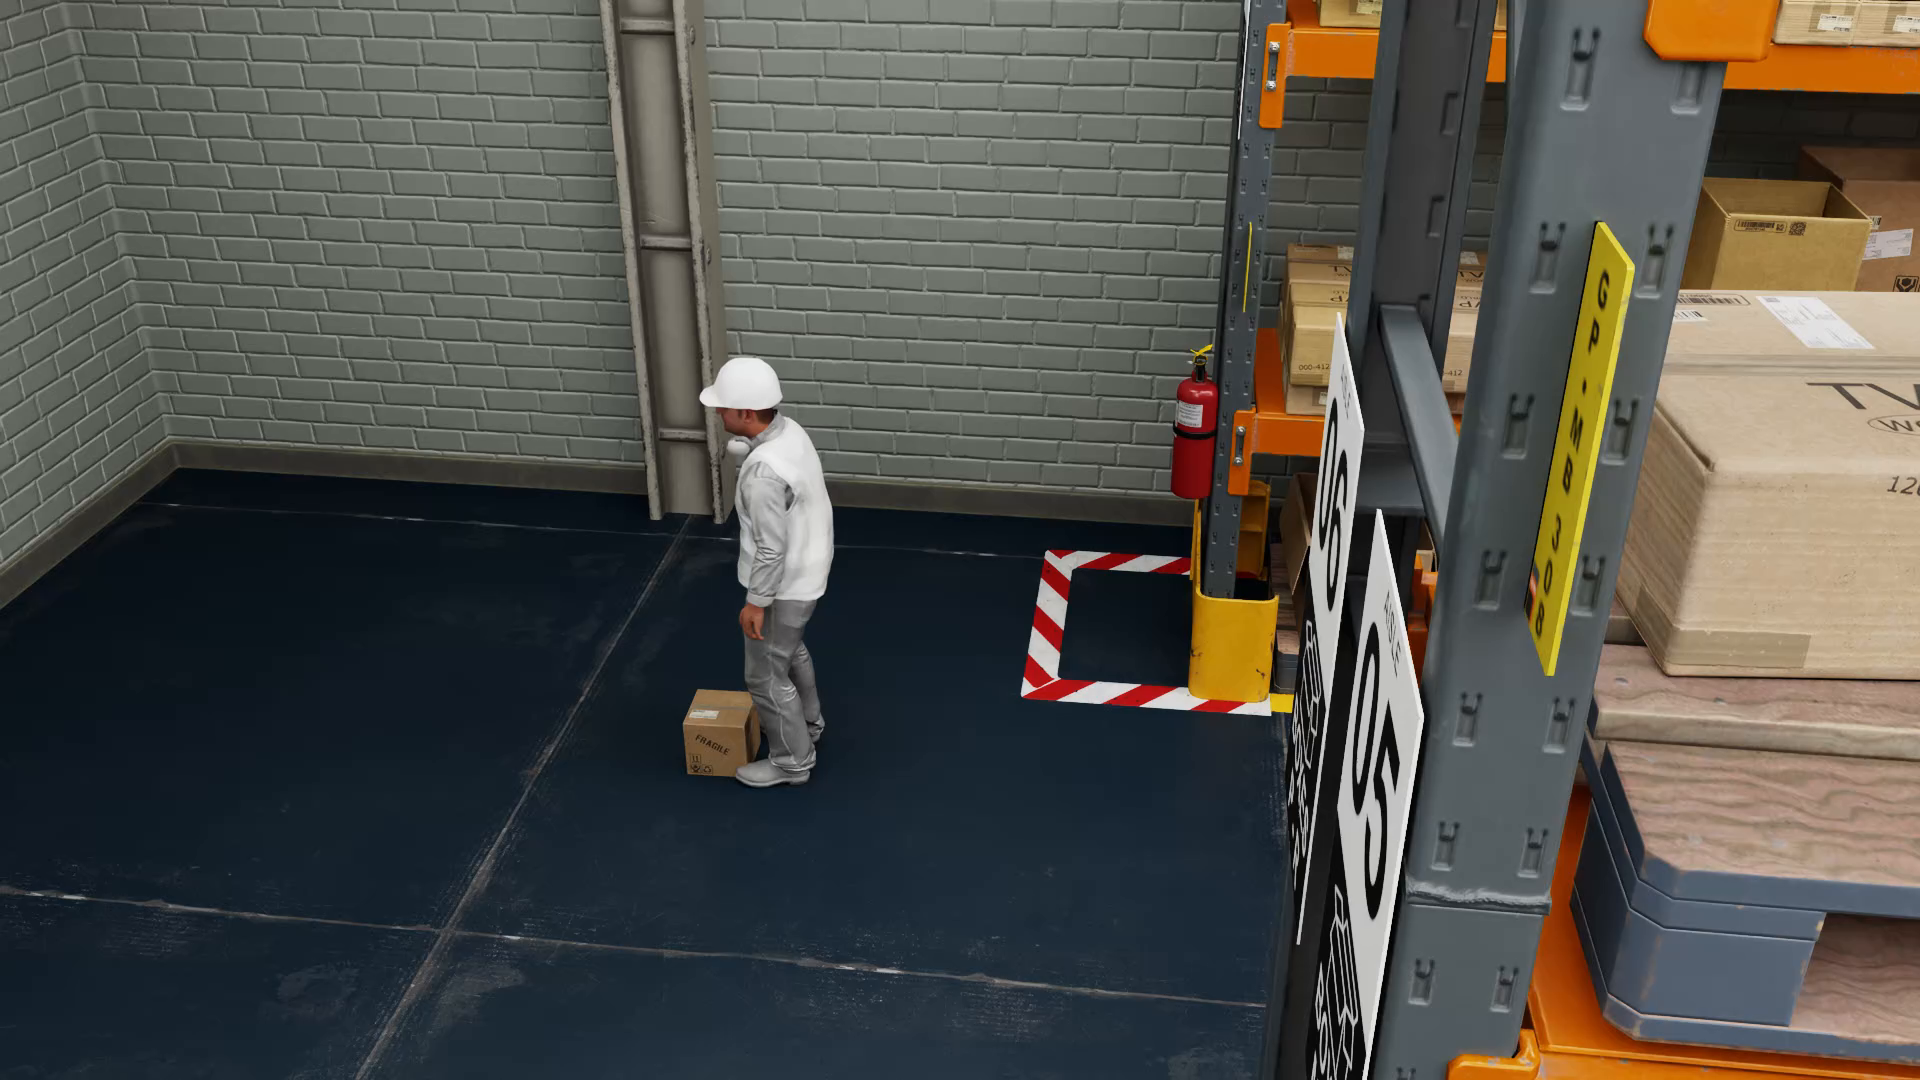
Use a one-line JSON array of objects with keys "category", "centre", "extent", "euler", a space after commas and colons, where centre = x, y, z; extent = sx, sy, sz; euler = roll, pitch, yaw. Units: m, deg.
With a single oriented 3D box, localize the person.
[{"category": "person", "centre": [-0.707, 0.128, 6.354], "extent": [0.458, 1.773, 0.592], "euler": [2, 28, 4]}]
